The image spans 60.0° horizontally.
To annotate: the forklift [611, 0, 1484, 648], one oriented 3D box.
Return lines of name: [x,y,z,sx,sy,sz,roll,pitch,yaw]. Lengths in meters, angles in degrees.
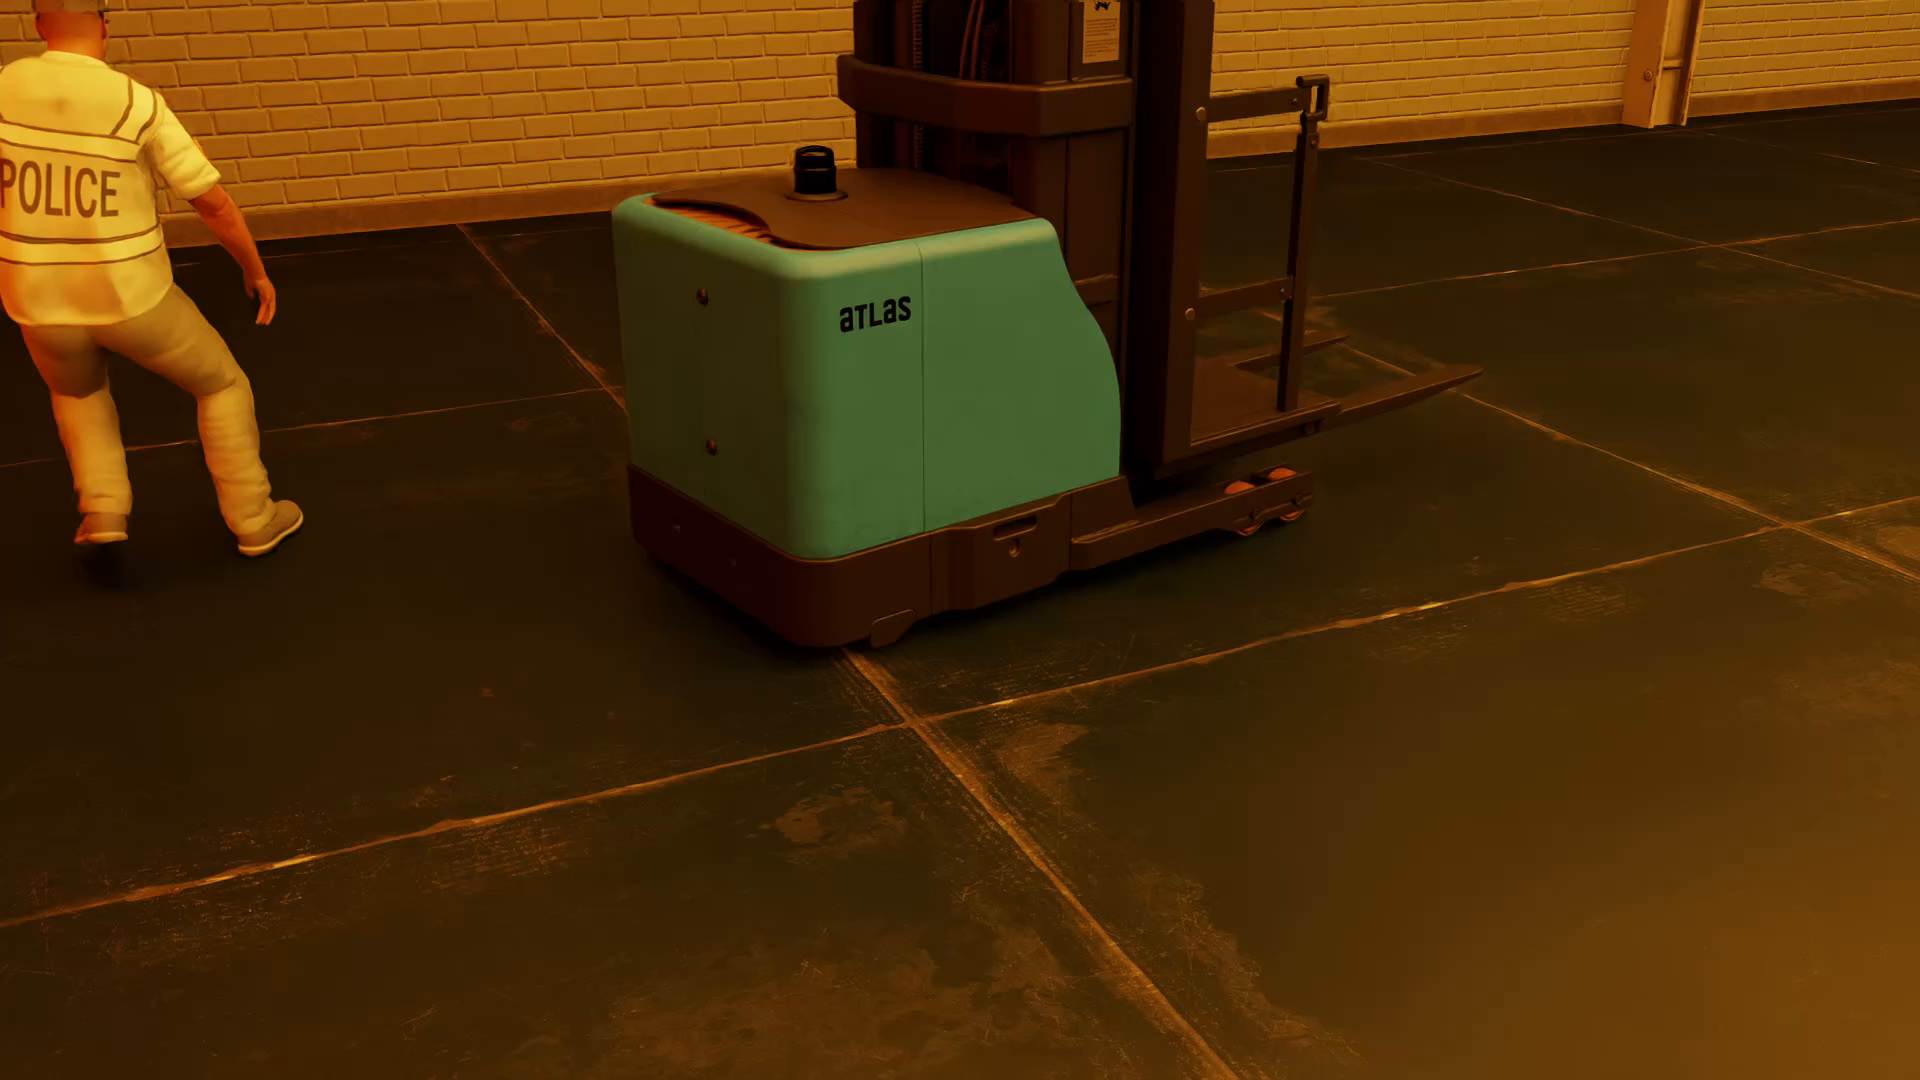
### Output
forklift: [0.497,-1.510,4.920,3.031,2.935,1.130,-17,28,-35]

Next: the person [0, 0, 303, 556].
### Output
person: [-2.350,-0.731,4.673,0.737,1.668,0.502,-5,23,-11]
